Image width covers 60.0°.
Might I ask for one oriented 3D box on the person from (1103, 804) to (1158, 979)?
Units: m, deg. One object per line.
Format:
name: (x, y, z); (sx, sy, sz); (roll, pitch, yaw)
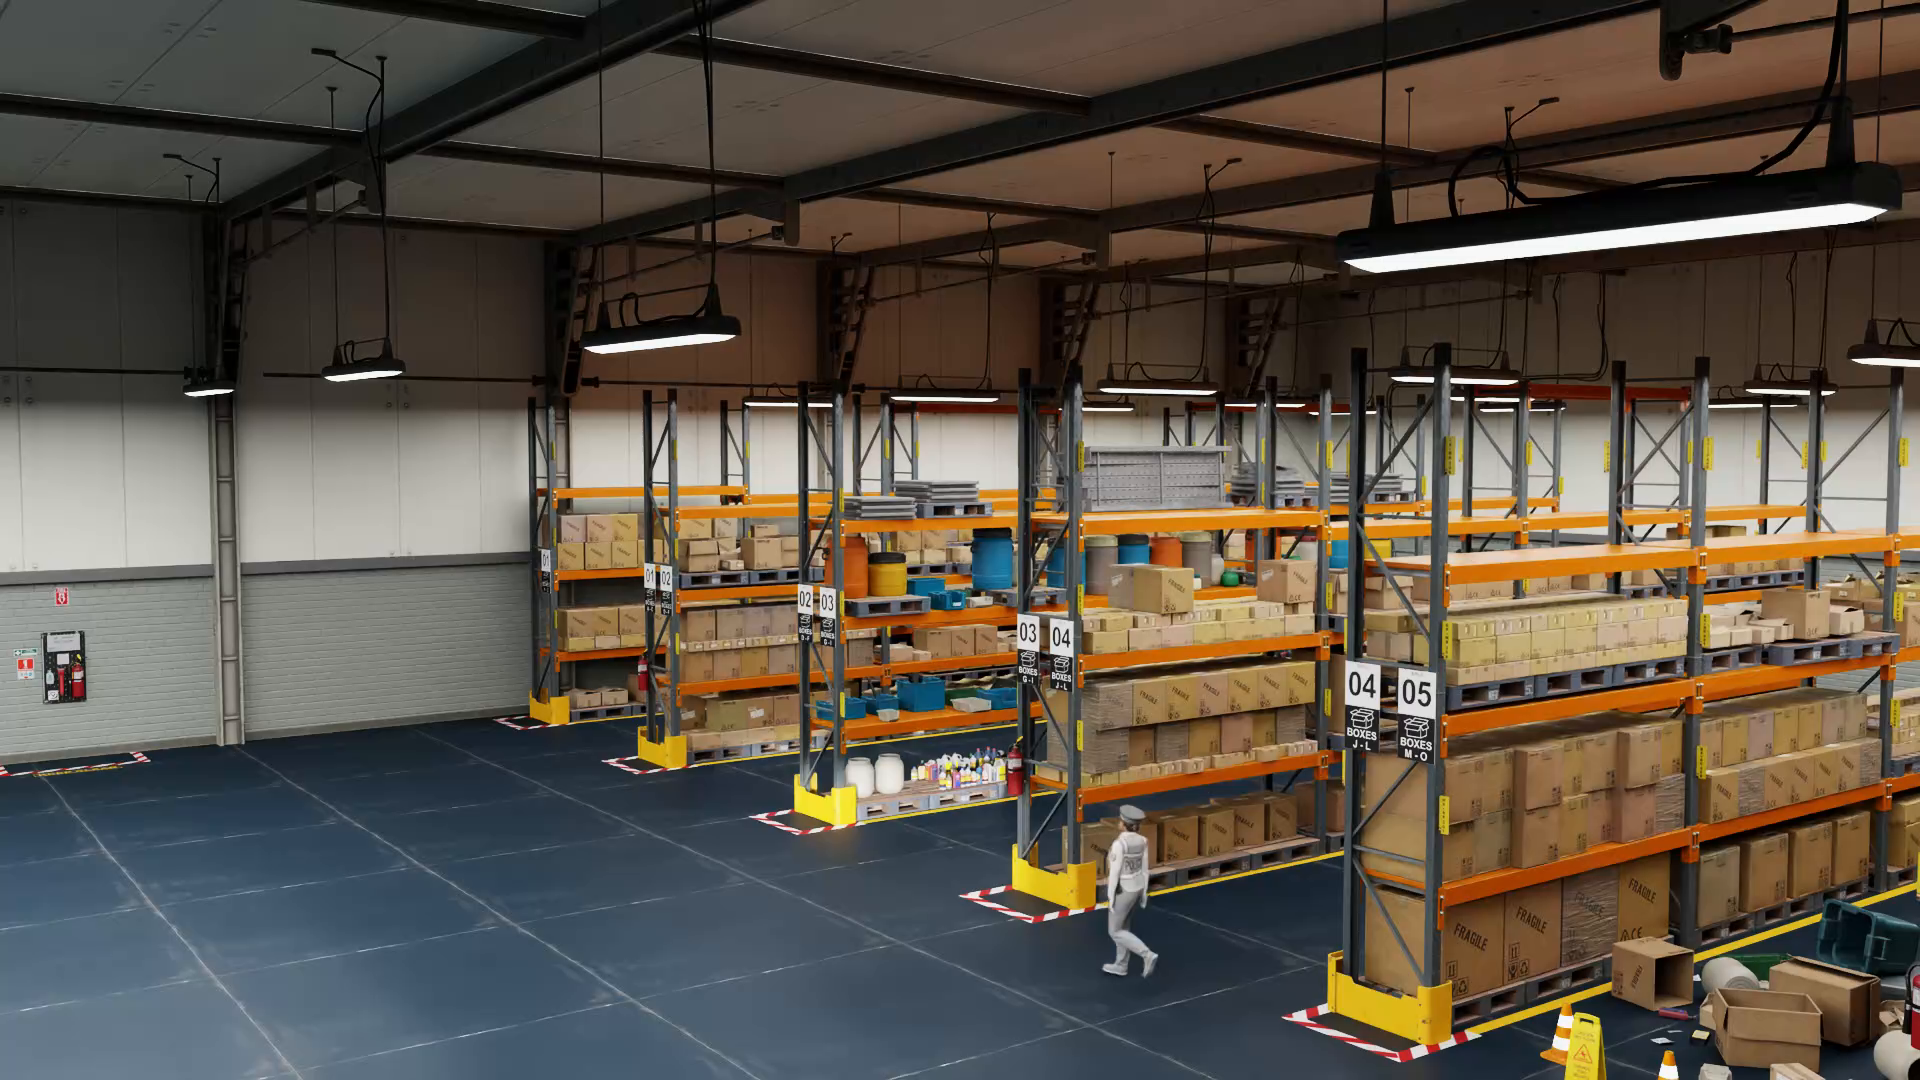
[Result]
person: (1.609, 3.378, 15.917); (0.636, 1.673, 0.464); (2, 4, 28)
